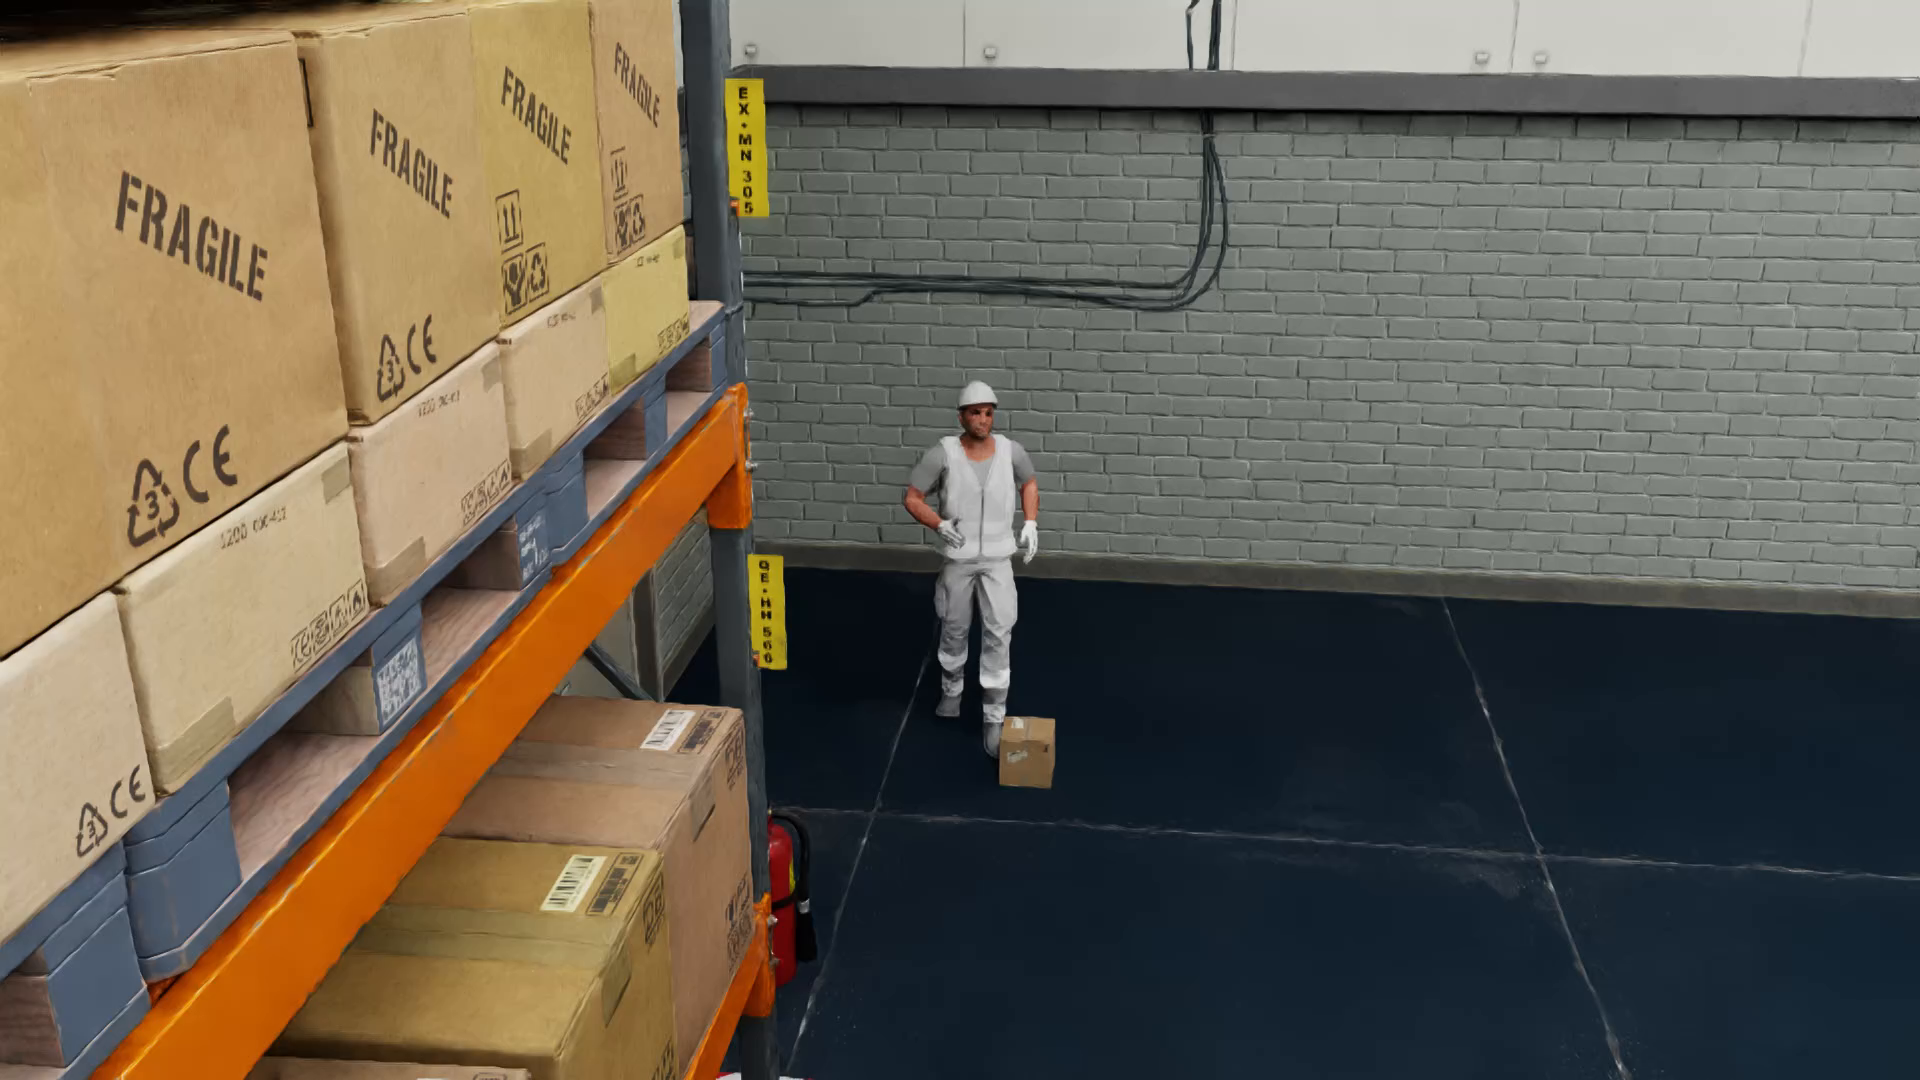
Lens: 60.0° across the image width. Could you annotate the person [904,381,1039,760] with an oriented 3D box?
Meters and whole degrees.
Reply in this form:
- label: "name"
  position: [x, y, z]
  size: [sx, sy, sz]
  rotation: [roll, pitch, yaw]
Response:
- label: "person"
  position: [0.103, 0.134, 8.208]
  size: [0.709, 1.796, 0.709]
  rotation: [-4, 21, -10]
